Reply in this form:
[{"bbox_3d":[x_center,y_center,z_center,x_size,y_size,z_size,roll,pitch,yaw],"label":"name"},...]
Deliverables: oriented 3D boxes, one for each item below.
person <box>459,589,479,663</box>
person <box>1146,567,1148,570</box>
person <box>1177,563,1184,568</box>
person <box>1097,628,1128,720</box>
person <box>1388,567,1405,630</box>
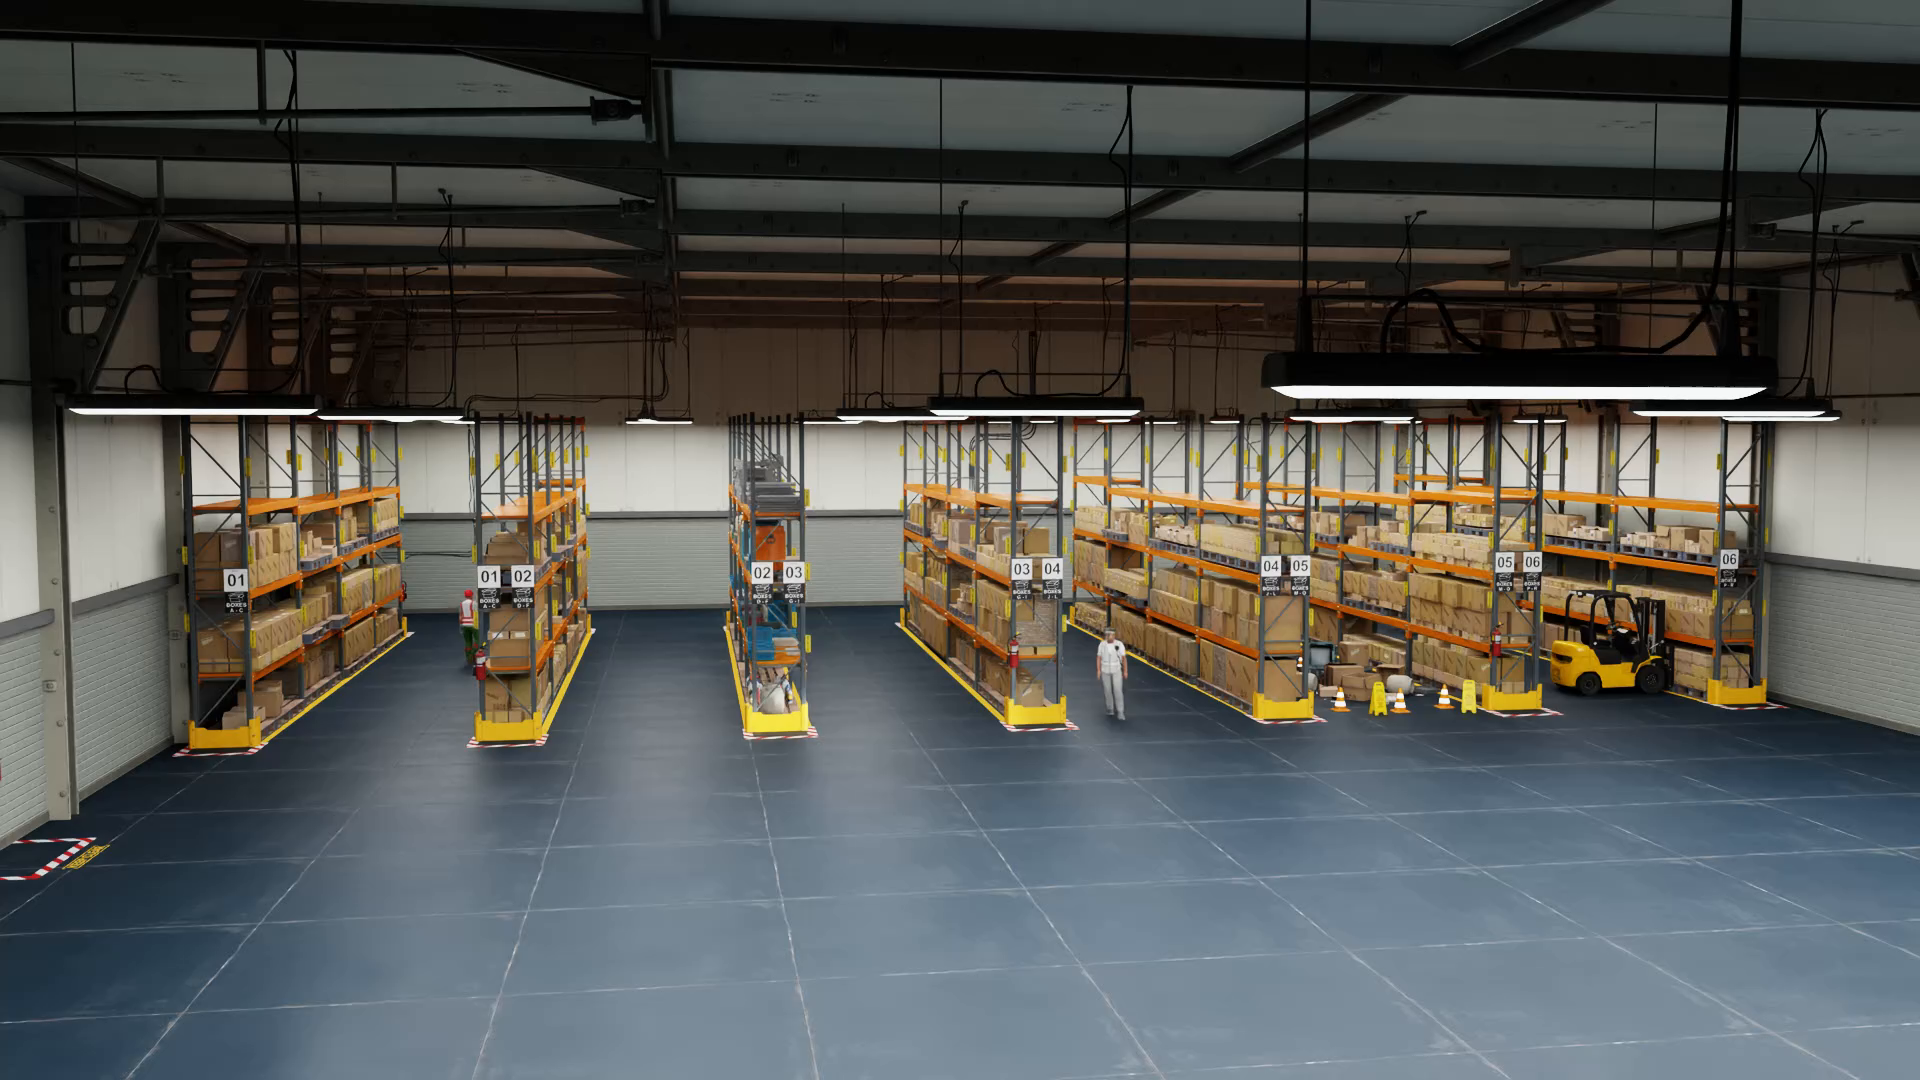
[{"bbox_3d":[-11.893,2.088,40.317,0.582,1.775,0.548,0,4,5],"label":"person"},{"bbox_3d":[5.471,1.615,48.261,0.513,1.673,0.499,-1,4,-12],"label":"person"},{"bbox_3d":[6.751,1.482,50.610,0.755,1.568,0.403,-1,4,-16],"label":"person"},{"bbox_3d":[2.998,2.615,32.823,0.637,1.759,0.725,1,4,17],"label":"person"},{"bbox_3d":[12.297,1.649,46.647,0.591,1.757,0.556,-3,5,-40],"label":"person"}]
